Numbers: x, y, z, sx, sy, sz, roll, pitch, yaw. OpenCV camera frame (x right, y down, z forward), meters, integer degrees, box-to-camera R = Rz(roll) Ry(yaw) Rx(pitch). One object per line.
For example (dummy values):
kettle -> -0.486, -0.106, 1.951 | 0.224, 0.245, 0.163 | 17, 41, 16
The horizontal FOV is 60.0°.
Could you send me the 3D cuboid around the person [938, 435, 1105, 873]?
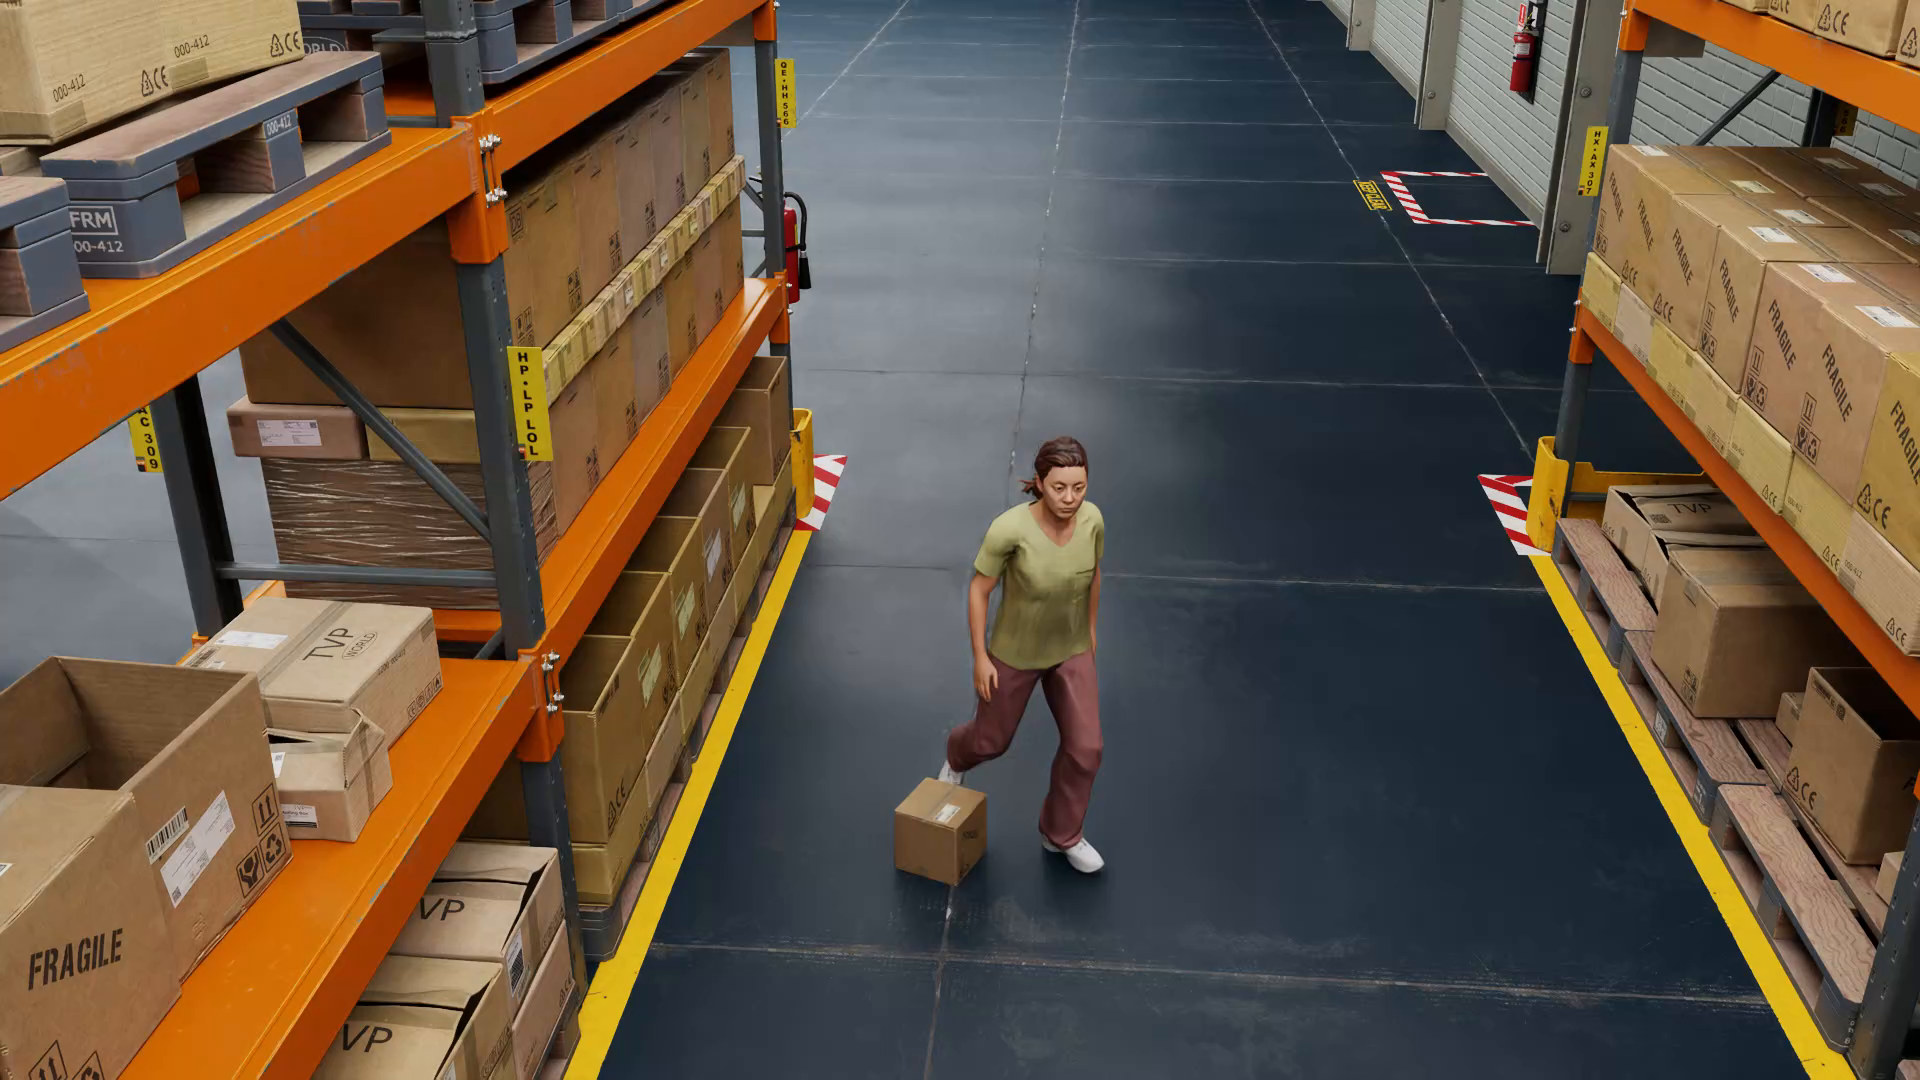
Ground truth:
person -> 0.224, 0.339, 5.870 | 0.527, 1.633, 0.759 | -8, 26, -17
